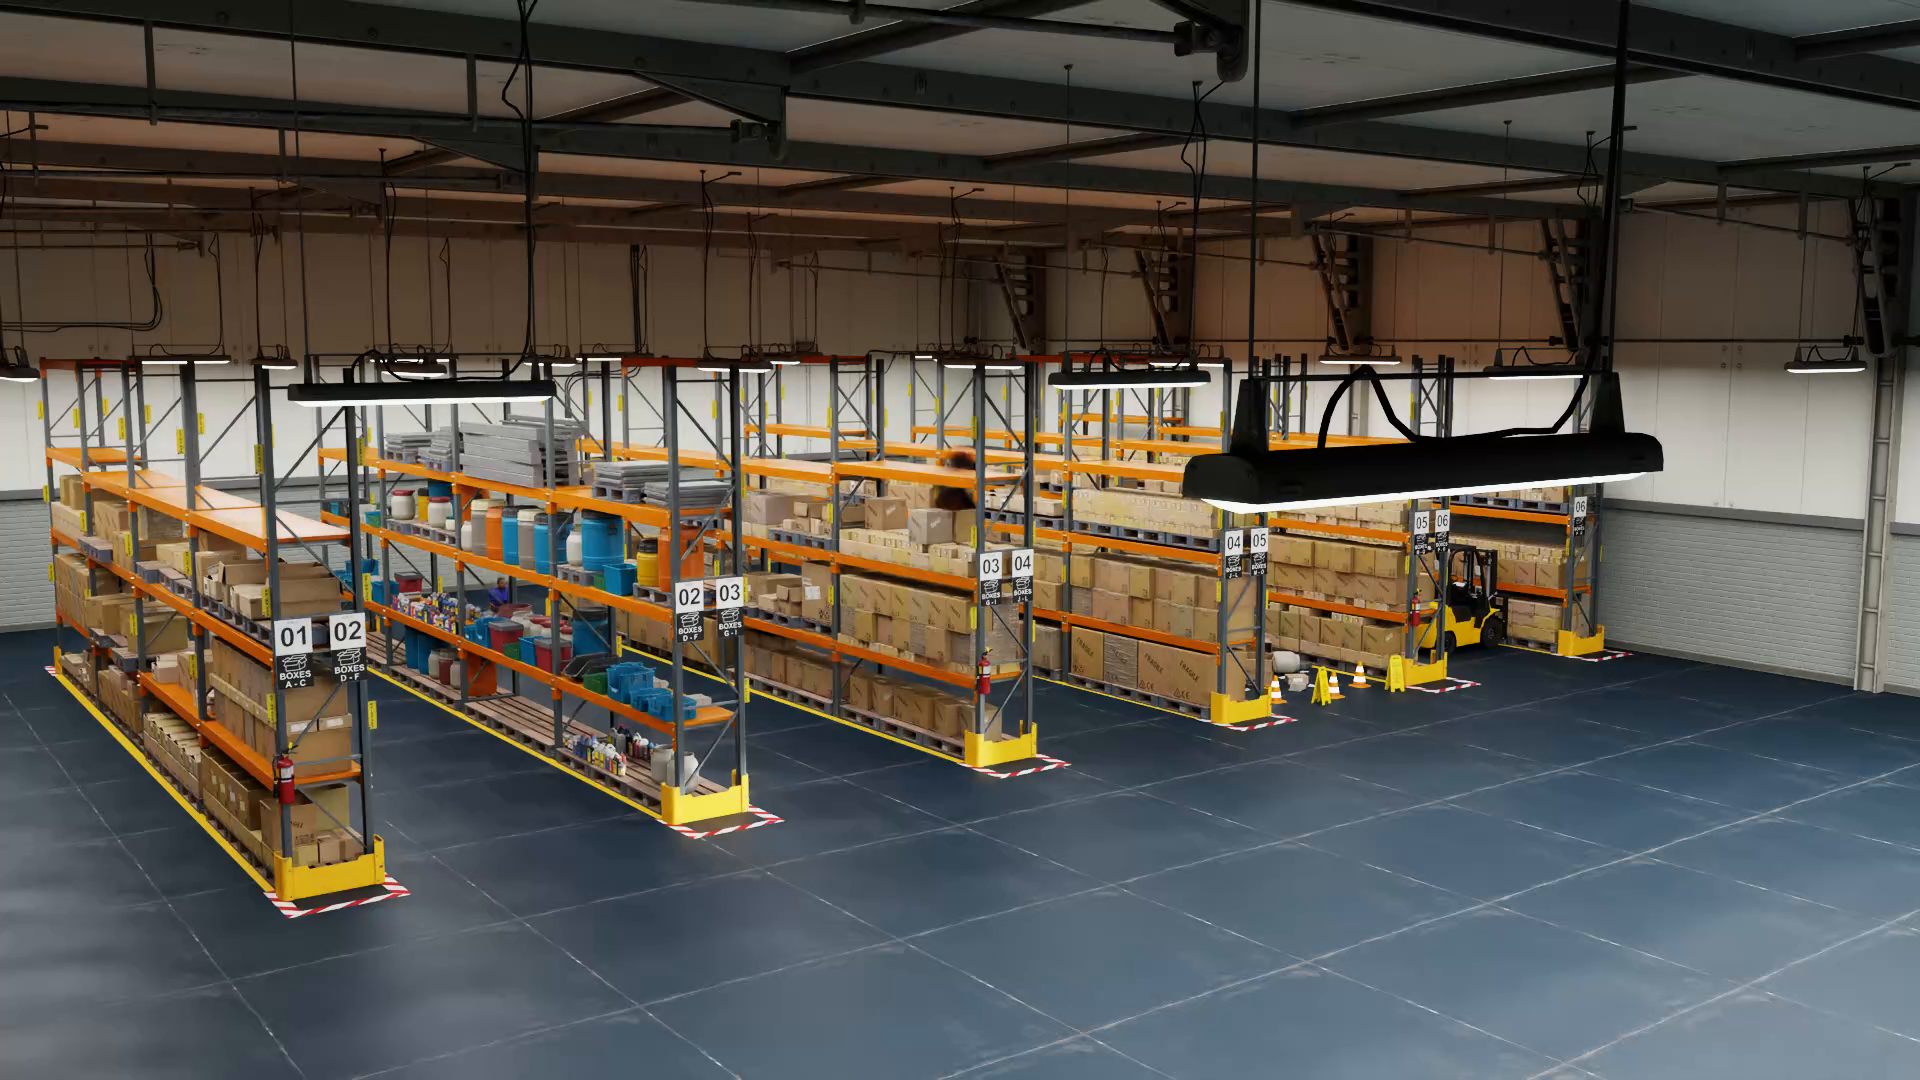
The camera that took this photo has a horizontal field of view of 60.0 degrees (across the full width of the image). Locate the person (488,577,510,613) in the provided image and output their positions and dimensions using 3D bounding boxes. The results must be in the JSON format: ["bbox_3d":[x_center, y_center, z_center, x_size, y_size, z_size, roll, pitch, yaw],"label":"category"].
[{"bbox_3d":[-9.320,1.523,33.687,0.546,1.572,0.703,-5,9,-38],"label":"person"}]

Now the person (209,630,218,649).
[{"bbox_3d":[-14.393,1.700,32.004,0.611,1.633,0.623,6,9,39],"label":"person"}]
